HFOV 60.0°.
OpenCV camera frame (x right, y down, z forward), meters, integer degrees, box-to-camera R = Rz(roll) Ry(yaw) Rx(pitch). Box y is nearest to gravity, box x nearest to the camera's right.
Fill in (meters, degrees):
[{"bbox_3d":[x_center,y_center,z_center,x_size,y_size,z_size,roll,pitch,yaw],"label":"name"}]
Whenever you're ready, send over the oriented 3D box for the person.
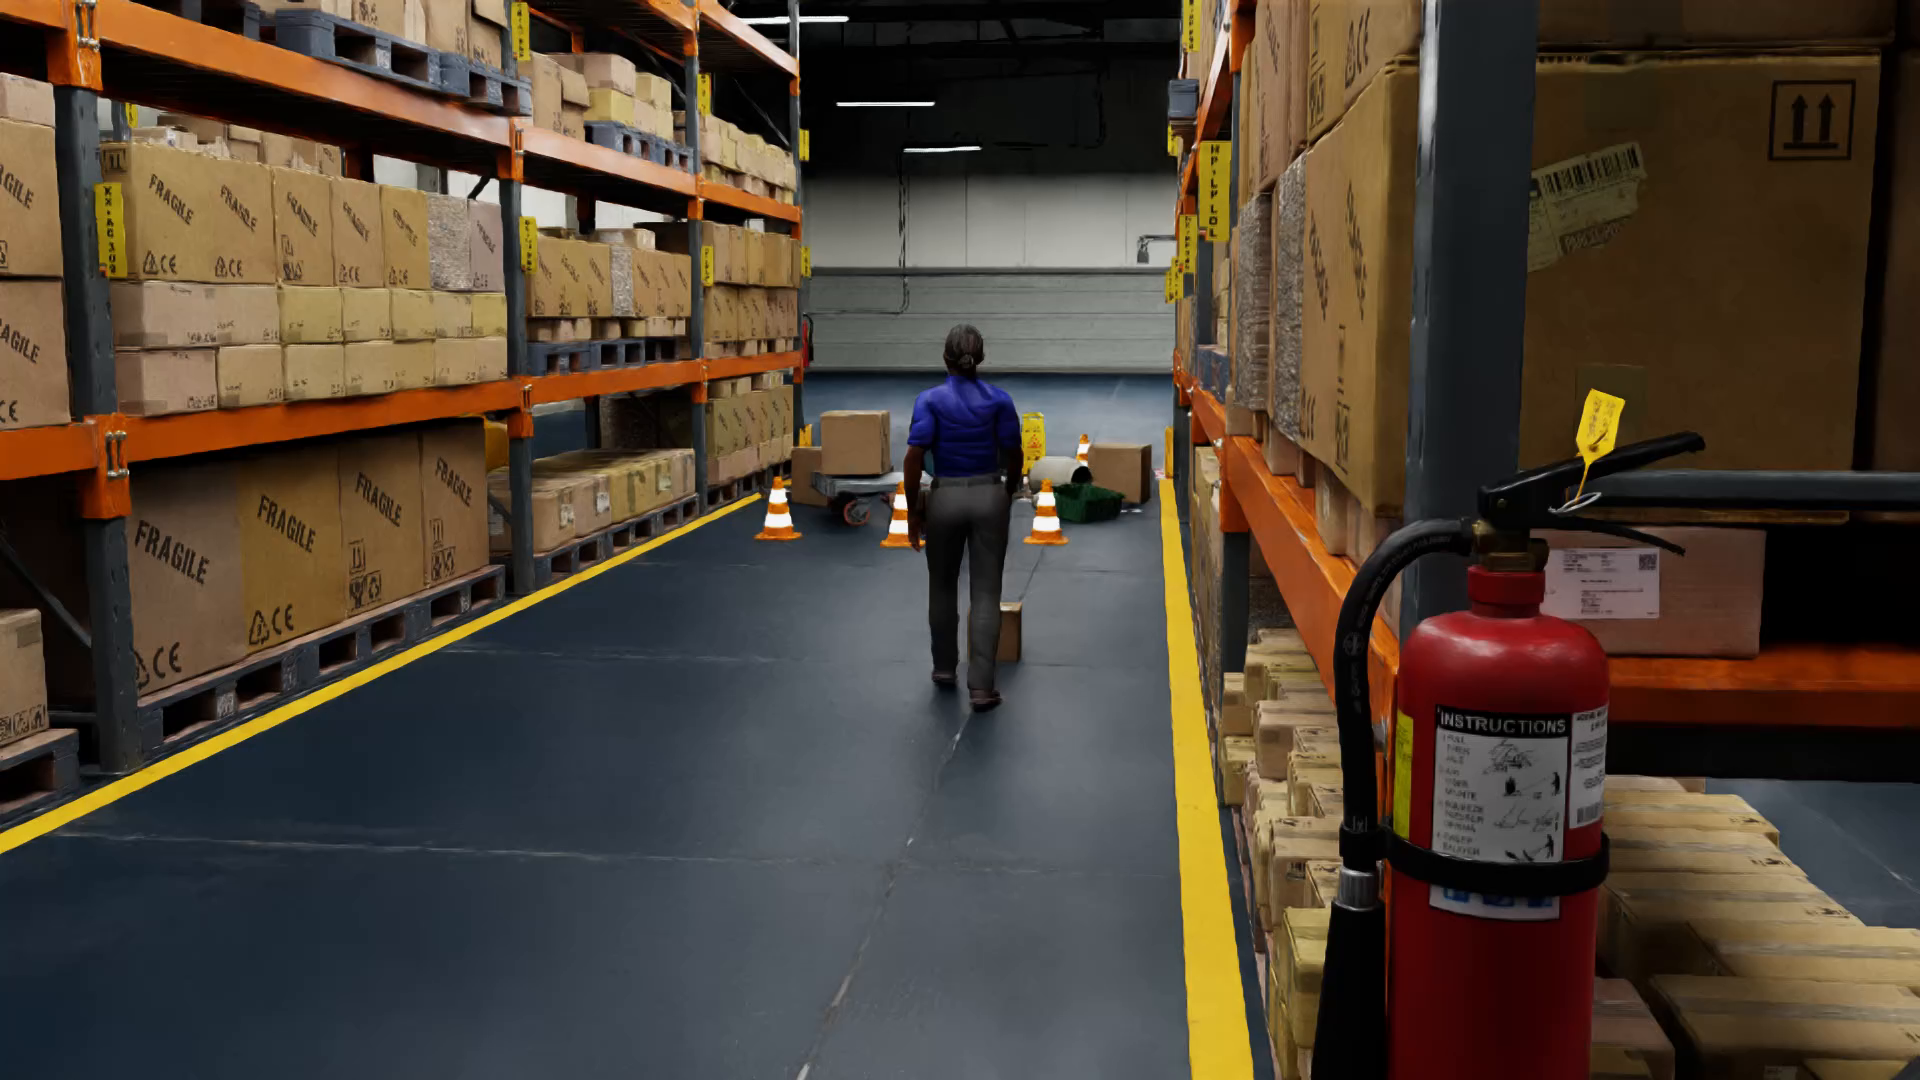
[{"bbox_3d":[0.020,-0.127,7.340,0.518,1.644,0.750,0,8,0],"label":"person"}]
